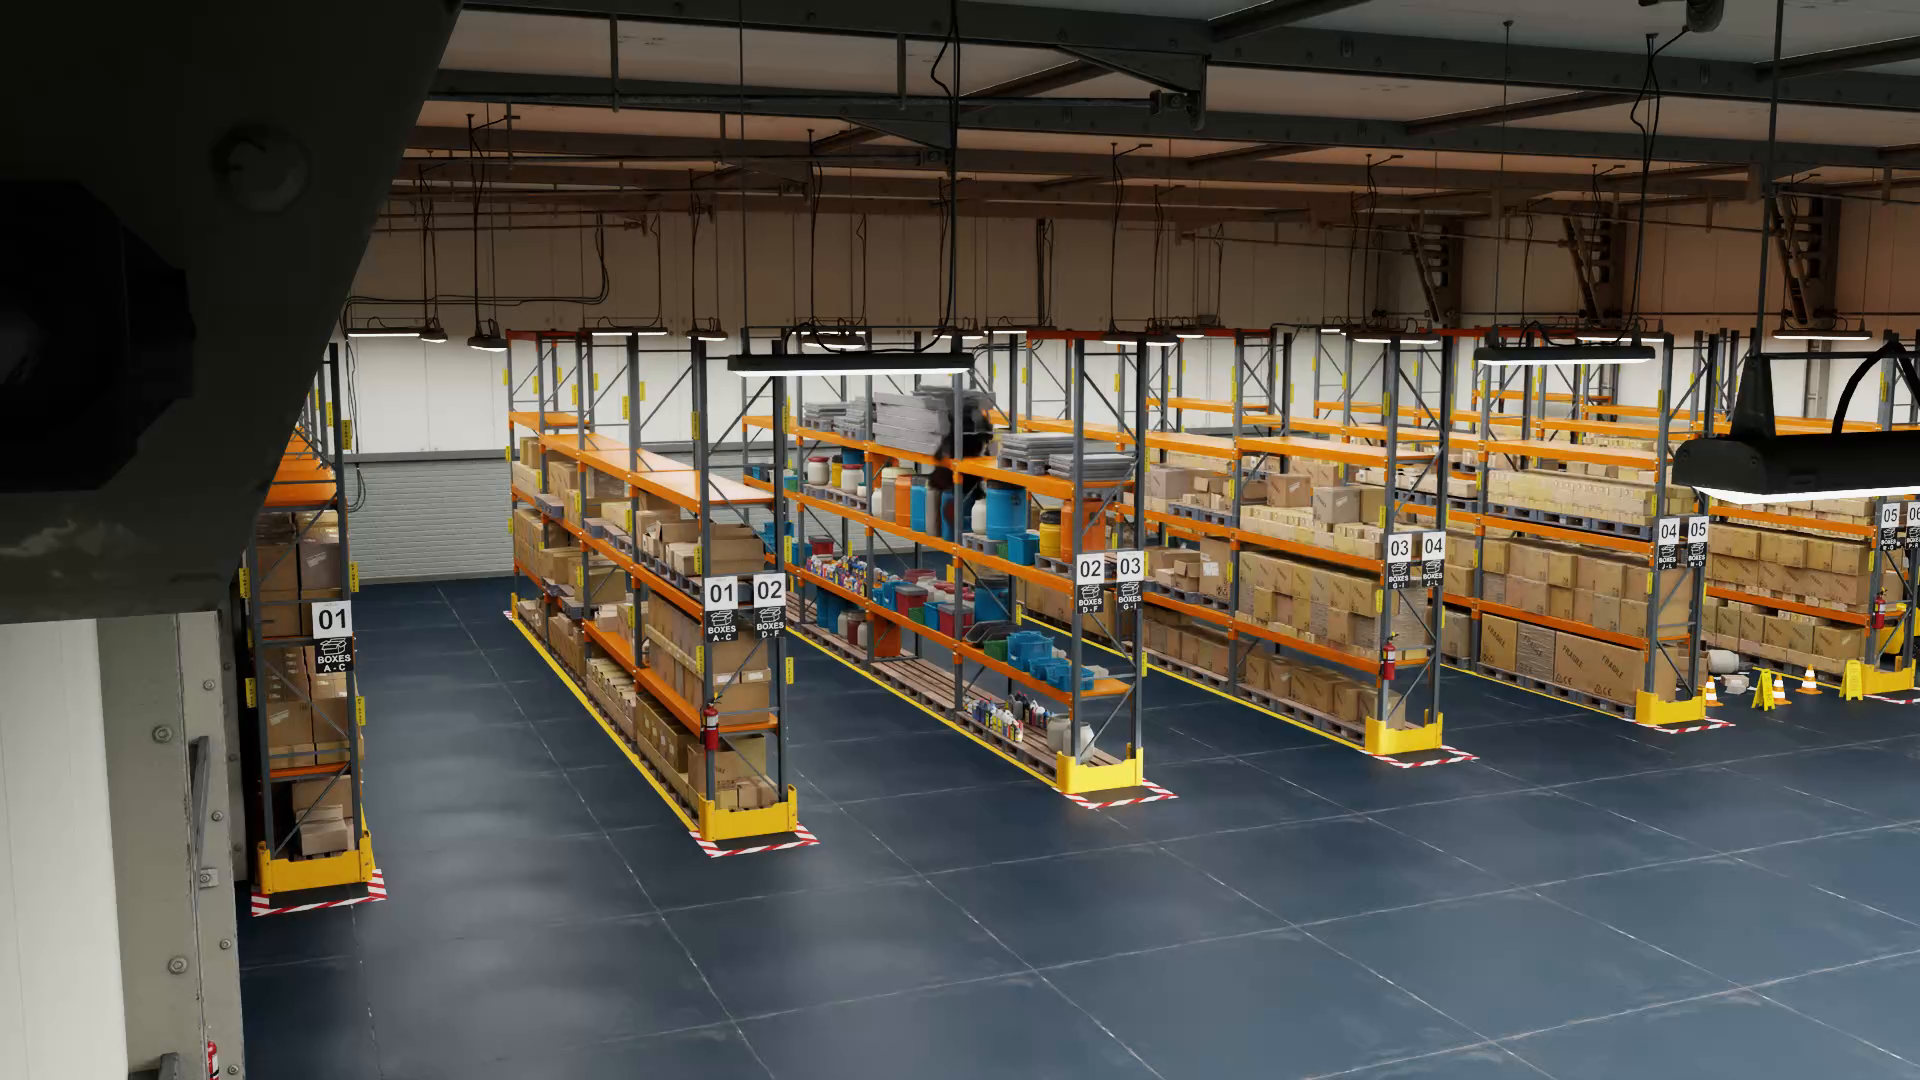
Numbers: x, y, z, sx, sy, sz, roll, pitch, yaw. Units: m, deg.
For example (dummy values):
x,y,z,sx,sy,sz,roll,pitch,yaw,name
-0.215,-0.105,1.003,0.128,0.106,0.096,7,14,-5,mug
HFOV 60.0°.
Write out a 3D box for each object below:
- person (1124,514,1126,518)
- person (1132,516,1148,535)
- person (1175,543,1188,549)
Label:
x,y,z,sx,sy,sz,roll,pitch,yaw,name
3.720,0.214,38.731,0.658,1.849,0.760,-2,8,-13,person
4.461,-0.150,41.402,0.568,1.751,0.697,-5,9,-32,person
4.489,0.903,33.697,0.591,1.733,0.809,-4,9,-28,person
